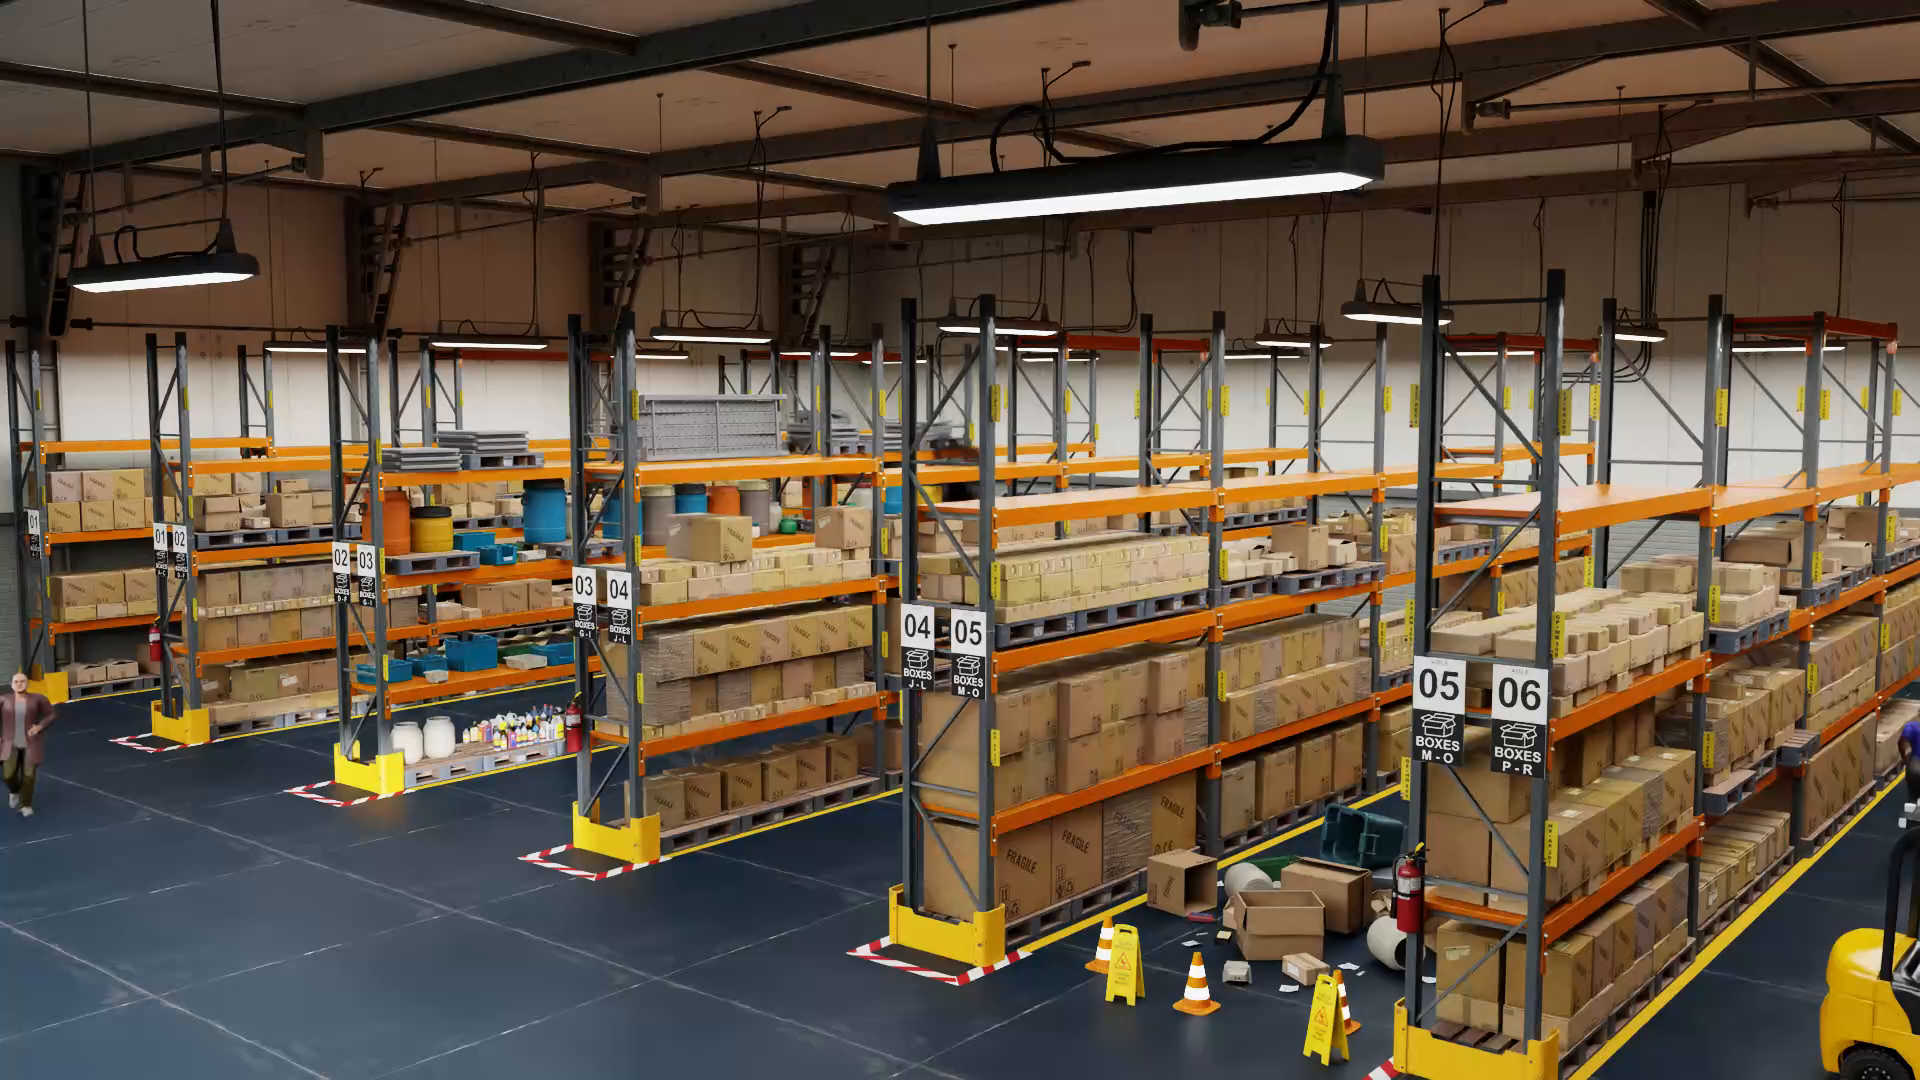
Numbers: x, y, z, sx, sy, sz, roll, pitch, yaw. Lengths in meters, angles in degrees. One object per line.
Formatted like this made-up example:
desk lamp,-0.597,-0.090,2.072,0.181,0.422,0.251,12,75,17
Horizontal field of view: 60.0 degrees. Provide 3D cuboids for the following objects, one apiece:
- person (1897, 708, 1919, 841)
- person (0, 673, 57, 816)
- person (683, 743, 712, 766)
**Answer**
person,10.871,2.686,18.751,0.535,1.666,0.843,4,6,35
person,-11.361,2.486,20.120,0.773,1.738,0.528,-2,6,-24
person,-3.492,2.392,22.020,0.653,1.638,0.641,3,6,30
